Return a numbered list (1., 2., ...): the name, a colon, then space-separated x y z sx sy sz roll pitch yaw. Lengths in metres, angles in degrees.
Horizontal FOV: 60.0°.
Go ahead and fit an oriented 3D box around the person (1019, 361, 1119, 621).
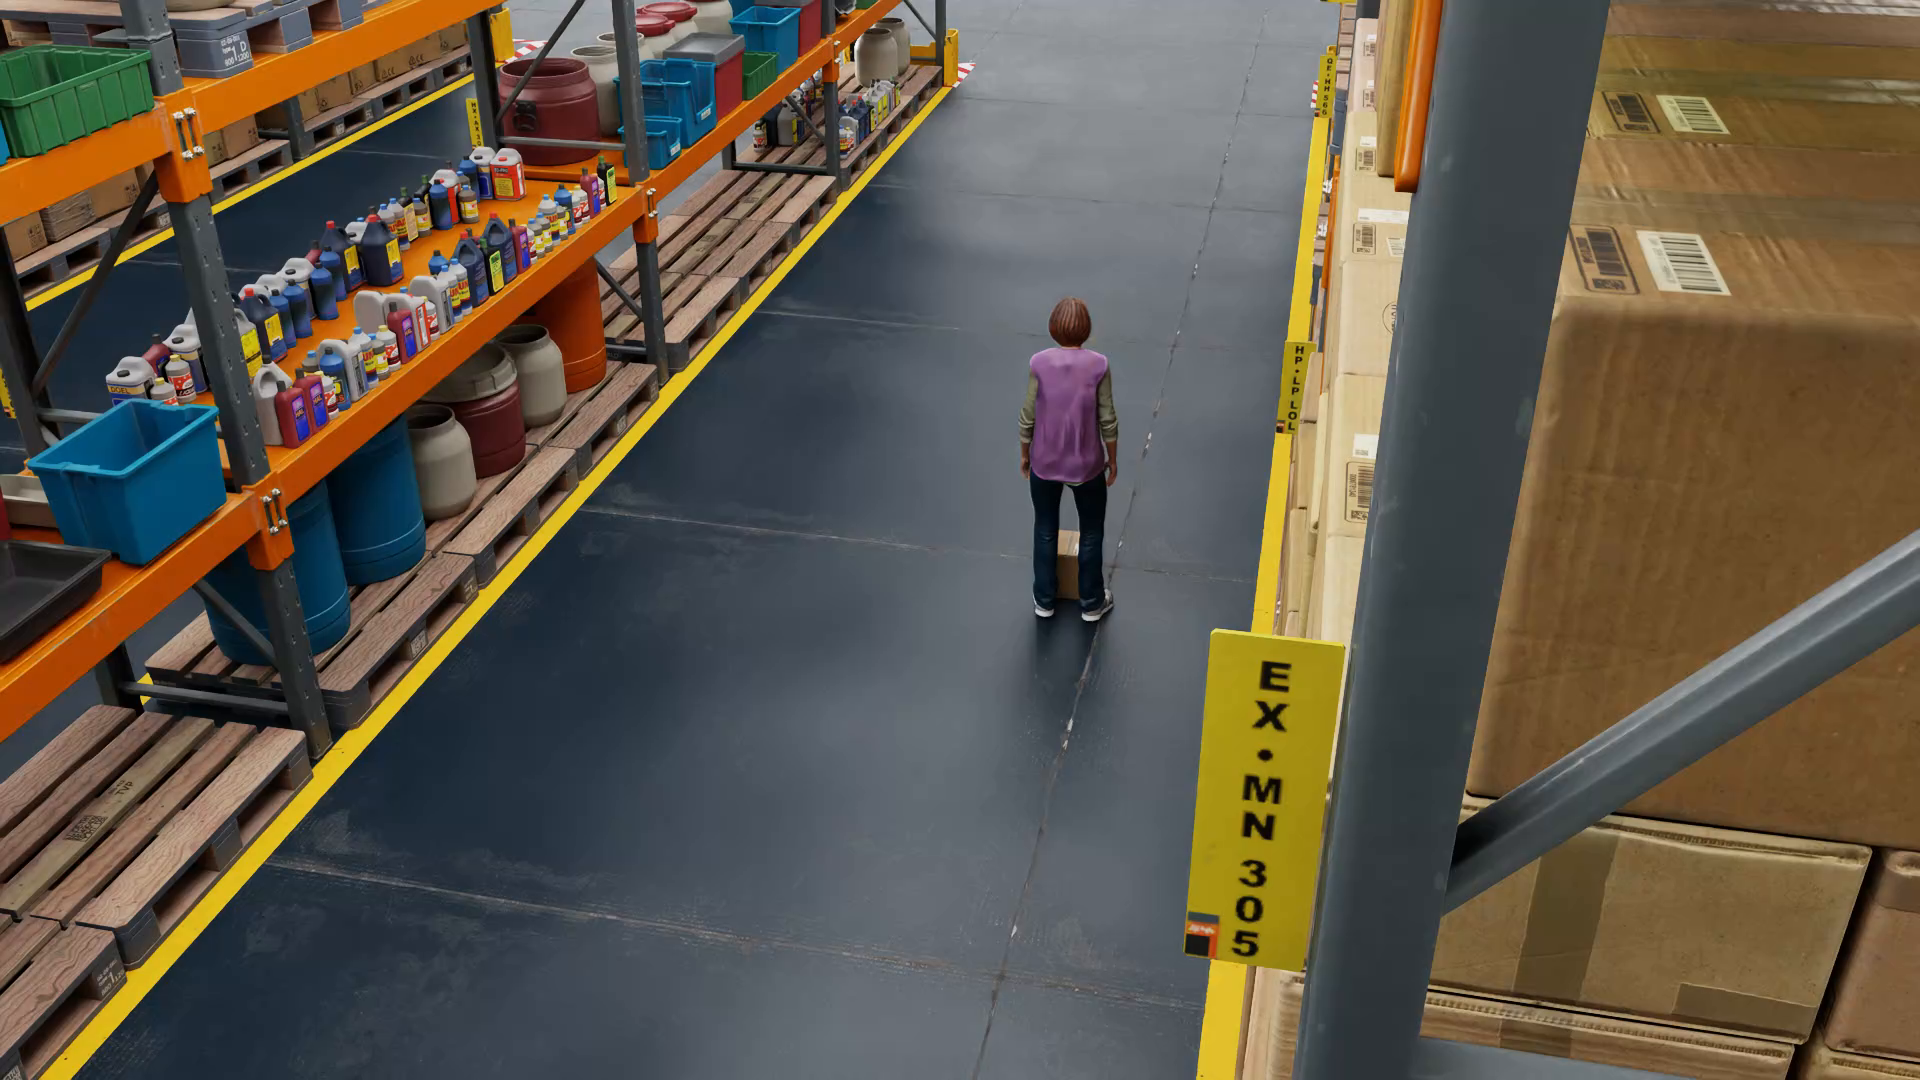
1. person: 0.506 -0.246 7.824 0.469 1.352 0.318 6 30 10
